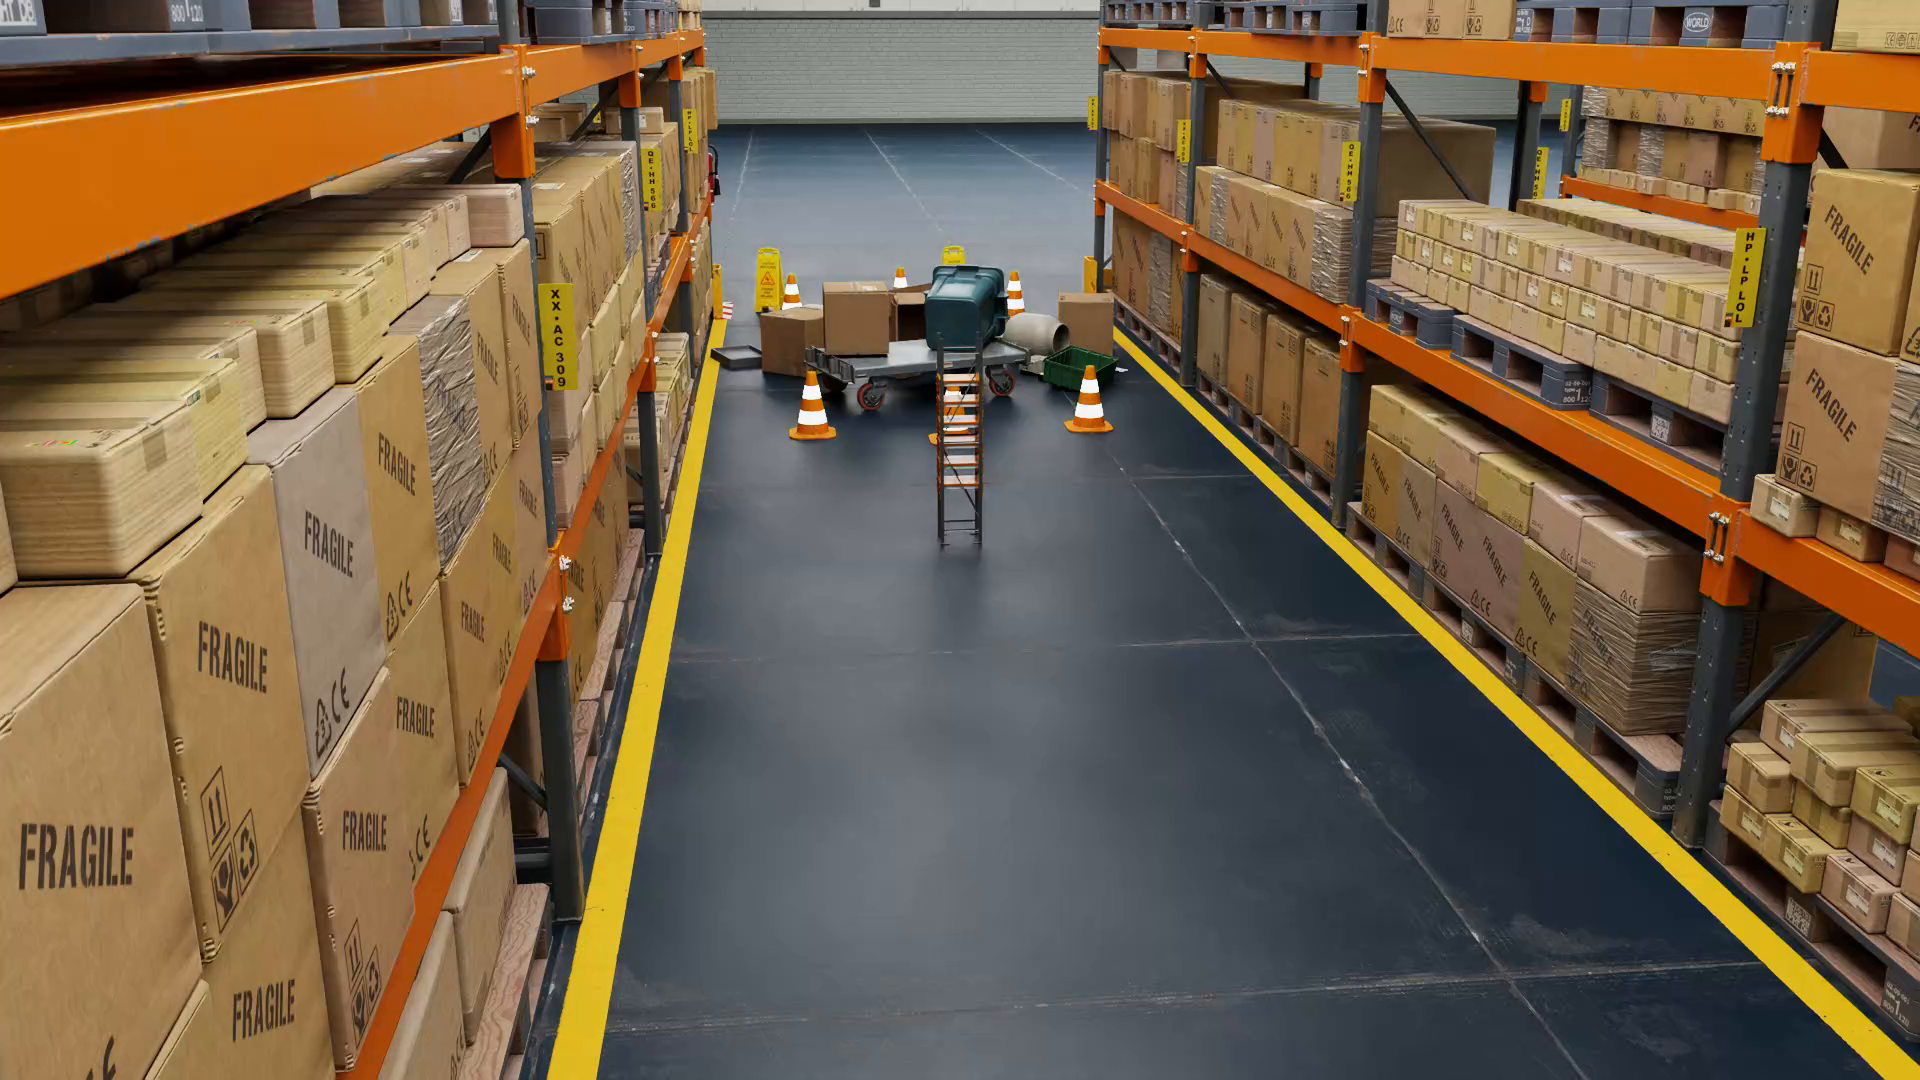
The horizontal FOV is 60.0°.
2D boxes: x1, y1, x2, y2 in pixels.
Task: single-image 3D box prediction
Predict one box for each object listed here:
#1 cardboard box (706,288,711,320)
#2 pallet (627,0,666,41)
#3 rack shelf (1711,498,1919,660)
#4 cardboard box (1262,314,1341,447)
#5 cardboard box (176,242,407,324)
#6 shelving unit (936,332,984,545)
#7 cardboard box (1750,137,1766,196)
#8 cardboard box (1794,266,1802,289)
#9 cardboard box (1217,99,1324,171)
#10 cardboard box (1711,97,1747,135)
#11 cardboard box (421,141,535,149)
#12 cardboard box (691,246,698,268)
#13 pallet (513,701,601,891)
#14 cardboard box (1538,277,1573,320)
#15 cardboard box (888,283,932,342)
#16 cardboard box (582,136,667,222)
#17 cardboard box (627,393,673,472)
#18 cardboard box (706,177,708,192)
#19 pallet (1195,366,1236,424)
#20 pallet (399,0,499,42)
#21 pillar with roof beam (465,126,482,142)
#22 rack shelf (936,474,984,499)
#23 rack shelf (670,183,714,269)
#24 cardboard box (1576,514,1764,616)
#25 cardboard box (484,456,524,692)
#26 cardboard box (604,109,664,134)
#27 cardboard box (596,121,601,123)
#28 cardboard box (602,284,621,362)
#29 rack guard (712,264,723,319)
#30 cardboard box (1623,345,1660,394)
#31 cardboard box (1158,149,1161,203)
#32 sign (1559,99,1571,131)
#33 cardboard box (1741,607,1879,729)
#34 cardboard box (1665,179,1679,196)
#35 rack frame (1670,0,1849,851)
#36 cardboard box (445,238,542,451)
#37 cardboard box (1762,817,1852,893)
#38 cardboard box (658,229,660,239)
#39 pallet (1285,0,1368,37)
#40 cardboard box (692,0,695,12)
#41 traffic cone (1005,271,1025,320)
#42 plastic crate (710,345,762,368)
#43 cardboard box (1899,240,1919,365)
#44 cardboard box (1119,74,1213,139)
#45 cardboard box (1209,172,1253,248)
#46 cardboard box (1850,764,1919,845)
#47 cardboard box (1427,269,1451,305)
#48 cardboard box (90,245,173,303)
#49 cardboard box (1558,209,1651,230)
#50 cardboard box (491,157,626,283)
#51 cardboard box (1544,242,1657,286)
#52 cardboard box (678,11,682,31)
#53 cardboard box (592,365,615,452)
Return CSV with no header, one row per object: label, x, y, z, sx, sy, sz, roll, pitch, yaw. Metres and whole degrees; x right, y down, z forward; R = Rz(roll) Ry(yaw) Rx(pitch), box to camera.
cardboard box,-2.613,-2.224,15.642,0.500,0.250,0.500,-2,18,-5
pallet,-2.065,-2.490,7.907,1.213,0.211,1.003,-1,17,-3
rack shelf,3.348,0.609,3.931,1.077,0.370,4.000,-2,18,-6
cardboard box,2.662,-1.093,11.207,1.050,0.750,0.750,-2,17,-5
cardboard box,-1.354,-0.517,3.396,0.380,0.149,0.250,-2,18,-7
shelving unit,-0.002,-0.577,9.511,0.258,1.200,0.189,-2,18,-6
cardboard box,7.276,-3.162,14.079,0.875,0.500,0.500,-2,18,-6
cardboard box,3.500,-0.985,6.533,0.380,0.149,0.250,-2,18,-5
cardboard box,2.374,-3.091,12.677,0.700,0.500,0.500,-2,18,-7
cardboard box,6.887,-3.778,14.370,0.500,0.500,0.500,-2,18,-6
cardboard box,-2.376,-1.709,8.277,0.500,0.500,0.500,-2,18,-7
cardboard box,-2.342,-2.310,13.580,0.380,0.149,0.250,-2,17,-5
pallet,-1.926,0.956,6.280,1.003,0.211,1.213,-2,18,-6
cardboard box,2.765,-1.058,7.260,0.380,0.149,0.250,-2,18,-5
cardboard box,-0.310,-2.086,15.482,0.637,0.503,0.797,16,24,42
cardboard box,-2.166,-2.332,10.734,0.500,0.500,0.500,-2,18,-8
cardboard box,-2.317,-0.674,10.501,0.950,0.372,0.625,-2,18,-7
cardboard box,-2.621,-3.426,16.000,0.380,0.149,0.250,-2,18,-6
pallet,2.471,-1.156,13.006,1.003,0.211,1.213,-2,18,-6
pallet,-1.698,-1.292,3.924,1.003,0.211,1.213,-2,18,-6
pillar with roof beam,-6.964,-13.478,37.585,9.100,9.000,0.400,-2,18,-6
rack shelf,-0.001,-0.305,9.596,0.258,0.103,0.180,-2,18,-6
rack shelf,-2.803,-2.783,14.736,1.077,0.370,4.000,-2,18,-6
cardboard box,2.813,0.090,6.602,0.500,0.250,0.500,-2,18,-7
cardboard box,-1.411,0.089,4.220,0.500,0.500,0.500,-2,18,-7
cardboard box,-2.189,-2.814,11.184,0.380,0.149,0.250,-3,18,-8
cardboard box,-3.236,-3.762,15.989,0.500,0.500,0.500,-2,18,-6
cardboard box,-1.698,-0.910,6.984,0.500,0.250,0.500,-2,18,-7
rack guard,-3.001,-2.507,16.828,1.175,0.500,0.348,-2,18,-6
cardboard box,2.853,-0.675,6.536,0.380,0.149,0.250,-2,18,-6
cardboard box,2.249,-3.222,14.683,0.875,0.550,0.550,-2,18,-6
sign,6.308,-4.425,17.318,0.100,0.325,0.005,-2,18,-6
cardboard box,3.329,0.434,6.760,0.500,0.500,0.500,-1,17,-3
cardboard box,6.856,-3.296,15.587,0.380,0.149,0.250,-2,18,-6
rack frame,3.142,-0.330,5.721,1.000,3.000,0.127,-2,18,-6
cardboard box,-1.448,-0.540,4.552,0.500,0.500,0.500,-2,18,-6
cardboard box,2.887,1.027,5.455,0.380,0.149,0.250,-1,17,-4
cardboard box,-2.151,-2.005,10.774,0.380,0.149,0.250,-1,17,-4
pallet,2.610,-3.053,9.702,1.213,0.211,1.003,-1,17,-3
cardboard box,-2.525,-4.625,14.147,0.500,0.250,0.500,-2,18,-5
traffic cone,0.546,-2.493,16.845,0.336,0.463,0.334,-2,18,-6
plastic crate,-1.943,-1.631,14.738,0.402,0.080,0.583,-8,19,-25
cardboard box,3.014,-0.701,4.569,0.500,0.500,0.500,-2,18,-7
cardboard box,1.975,-4.048,15.511,0.875,0.550,0.550,-2,18,-6
cardboard box,2.156,-2.446,12.293,0.500,0.500,0.500,-2,18,-5
cardboard box,3.016,0.813,5.146,0.380,0.149,0.250,-2,18,-6
cardboard box,2.630,-1.303,8.536,0.380,0.149,0.250,-1,17,-3
cardboard box,-1.816,-0.500,3.344,0.380,0.149,0.250,-2,18,-6
cardboard box,3.286,-1.601,8.495,0.380,0.149,0.250,-1,17,-4
cardboard box,-1.765,-1.417,7.346,0.500,0.500,0.500,-2,18,-6
cardboard box,2.772,-1.196,7.205,0.380,0.149,0.250,-3,18,-8
cardboard box,-2.354,-4.022,12.892,0.380,0.149,0.250,-2,18,-6
cardboard box,-1.646,-0.522,6.583,0.500,0.250,0.500,-2,18,-6
